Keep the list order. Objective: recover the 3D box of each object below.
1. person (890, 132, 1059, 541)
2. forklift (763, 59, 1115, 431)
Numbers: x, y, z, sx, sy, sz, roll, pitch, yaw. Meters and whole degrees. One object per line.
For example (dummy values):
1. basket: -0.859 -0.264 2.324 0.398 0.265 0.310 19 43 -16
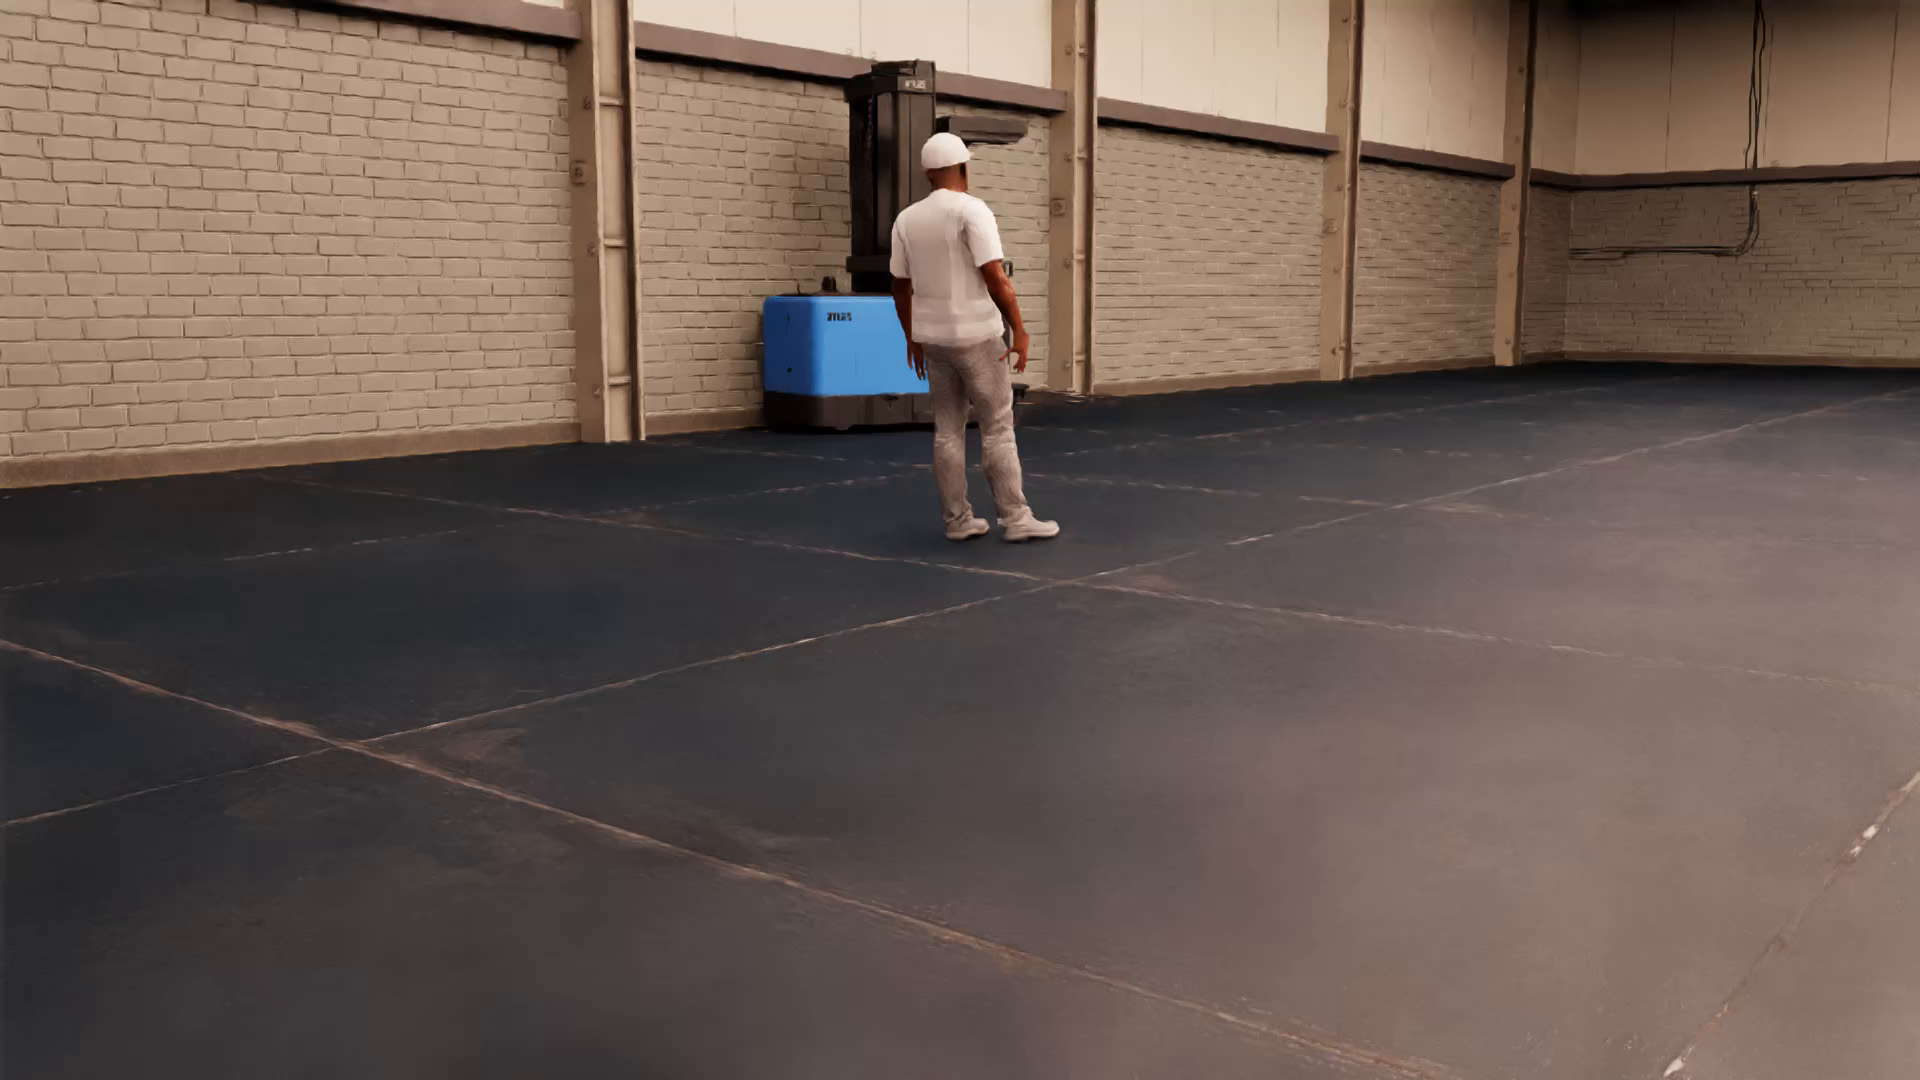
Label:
1. person: 0.048 -0.888 7.326 0.665 1.766 0.576 7 11 38
2. forklift: -0.100 -2.437 13.938 3.031 2.935 1.130 -5 10 -31
